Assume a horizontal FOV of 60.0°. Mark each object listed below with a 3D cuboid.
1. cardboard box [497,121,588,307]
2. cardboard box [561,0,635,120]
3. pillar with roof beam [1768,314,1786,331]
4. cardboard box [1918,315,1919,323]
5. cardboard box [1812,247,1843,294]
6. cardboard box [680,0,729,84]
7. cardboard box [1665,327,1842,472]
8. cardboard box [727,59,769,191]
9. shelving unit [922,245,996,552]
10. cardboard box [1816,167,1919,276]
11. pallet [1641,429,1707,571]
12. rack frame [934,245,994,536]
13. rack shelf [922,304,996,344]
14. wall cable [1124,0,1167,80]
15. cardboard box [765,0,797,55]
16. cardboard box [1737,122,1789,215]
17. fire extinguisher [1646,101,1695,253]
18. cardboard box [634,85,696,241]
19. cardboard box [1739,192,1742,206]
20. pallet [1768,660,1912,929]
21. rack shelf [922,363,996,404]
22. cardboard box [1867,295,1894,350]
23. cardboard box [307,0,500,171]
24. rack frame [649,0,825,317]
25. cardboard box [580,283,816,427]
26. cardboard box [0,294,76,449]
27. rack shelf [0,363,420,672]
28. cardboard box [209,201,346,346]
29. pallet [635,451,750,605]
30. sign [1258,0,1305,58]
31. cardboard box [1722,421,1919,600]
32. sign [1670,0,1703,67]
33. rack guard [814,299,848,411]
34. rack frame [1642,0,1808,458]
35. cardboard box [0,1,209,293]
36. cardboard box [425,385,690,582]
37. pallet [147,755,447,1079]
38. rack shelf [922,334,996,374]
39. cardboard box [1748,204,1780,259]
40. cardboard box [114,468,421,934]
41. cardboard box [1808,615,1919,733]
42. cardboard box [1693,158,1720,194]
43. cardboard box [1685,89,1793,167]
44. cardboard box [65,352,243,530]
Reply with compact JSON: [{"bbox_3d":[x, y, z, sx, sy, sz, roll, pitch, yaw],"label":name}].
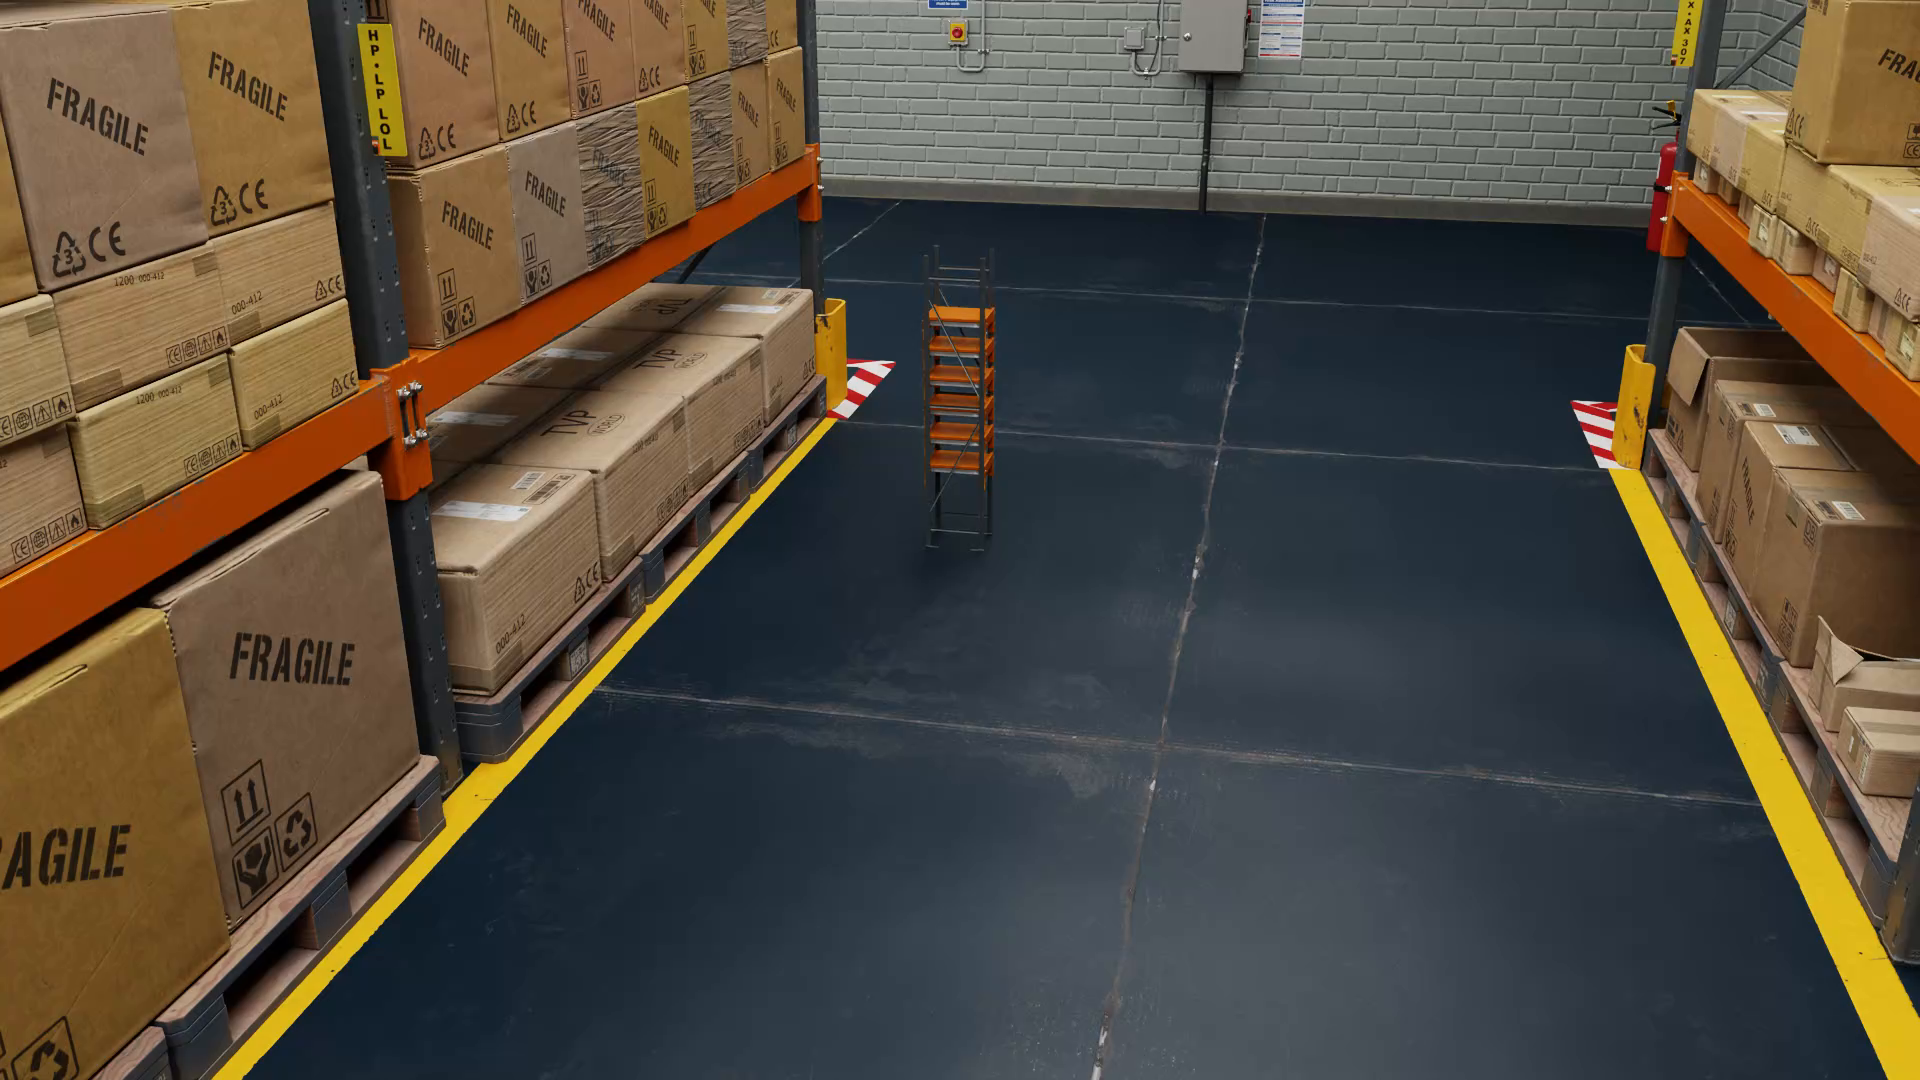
[{"bbox_3d":[-1.548,-1.063,5.344,0.500,0.500,0.500,5,22,11],"label":"cardboard box"},{"bbox_3d":[-1.448,-1.718,5.632,0.500,0.500,0.500,5,22,12],"label":"cardboard box"},{"bbox_3d":[0.887,-5.795,9.198,9.100,9.000,0.400,4,22,11],"label":"pillar with roof beam"},{"bbox_3d":[2.718,-0.578,4.075,0.500,0.250,0.500,5,22,12],"label":"cardboard box"},{"bbox_3d":[3.003,-0.887,5.376,0.380,0.149,0.250,4,22,11],"label":"cardboard box"},{"bbox_3d":[-1.238,-2.086,6.545,0.500,0.500,0.500,4,22,11],"label":"cardboard box"},{"bbox_3d":[3.452,-0.588,7.077,0.797,0.503,0.637,4,22,9],"label":"cardboard box"},{"bbox_3d":[-1.147,-1.812,7.203,0.500,0.500,0.500,4,22,10],"label":"cardboard box"},{"bbox_3d":[-0.003,-0.551,6.616,0.258,1.200,0.189,4,22,11],"label":"shelving unit"},{"bbox_3d":[2.921,-0.943,4.983,0.500,0.250,0.500,4,22,11],"label":"cardboard box"},{"bbox_3d":[3.492,-0.154,6.954,1.003,0.211,1.213,4,22,11],"label":"pallet"},{"bbox_3d":[0.016,-0.585,6.699,0.240,1.200,0.006,4,22,11],"label":"rack frame"},{"bbox_3d":[-0.003,-0.844,6.498,0.258,0.103,0.180,4,22,11],"label":"rack shelf"},{"bbox_3d":[1.328,-4.576,12.840,0.588,1.984,0.122,4,22,11],"label":"wall cable"},{"bbox_3d":[-1.056,-2.460,7.474,0.500,0.500,0.500,5,23,13],"label":"cardboard box"},{"bbox_3d":[3.110,-1.320,5.919,0.500,0.250,0.500,4,22,10],"label":"cardboard box"},{"bbox_3d":[3.247,-1.647,7.531,0.296,0.674,0.183,4,22,11],"label":"fire extinguisher"},{"bbox_3d":[-1.335,-1.433,6.262,0.500,0.500,0.500,5,22,13],"label":"cardboard box"},{"bbox_3d":[3.307,-1.356,6.542,0.380,0.149,0.250,4,22,10],"label":"cardboard box"},{"bbox_3d":[2.994,0.738,4.738,1.003,0.211,1.213,4,22,11],"label":"pallet"},{"bbox_3d":[-0.003,-0.621,6.588,0.258,0.103,0.180,4,22,11],"label":"rack shelf"},{"bbox_3d":[2.812,-0.611,4.692,0.380,0.149,0.250,5,22,12],"label":"cardboard box"},{"bbox_3d":[-1.673,-1.347,4.711,0.500,0.500,0.500,5,22,11],"label":"cardboard box"},{"bbox_3d":[-1.191,-2.144,8.162,1.000,3.000,0.127,4,22,11],"label":"rack frame"},{"bbox_3d":[-1.227,-0.901,7.944,0.875,0.438,0.875,4,22,9],"label":"cardboard box"},{"bbox_3d":[-2.053,-0.291,3.091,0.500,0.250,0.500,5,22,12],"label":"cardboard box"},{"bbox_3d":[-2.415,0.384,2.848,1.077,0.370,4.000,4,22,11],"label":"rack shelf"},{"bbox_3d":[-1.859,-0.664,4.018,0.500,0.250,0.500,4,22,11],"label":"cardboard box"},{"bbox_3d":[-1.528,-0.107,6.838,1.003,0.211,1.213,4,22,11],"label":"pallet"},{"bbox_3d":[2.490,-3.989,12.869,0.329,0.494,0.001,4,22,11],"label":"sign"},{"bbox_3d":[3.033,-0.091,5.847,0.500,0.500,0.500,5,22,12],"label":"cardboard box"},{"bbox_3d":[3.138,-2.210,7.167,0.100,0.325,0.005,4,22,11],"label":"sign"},{"bbox_3d":[-1.186,-0.993,8.651,1.175,0.500,0.348,4,22,11],"label":"rack guard"},{"bbox_3d":[3.669,-1.767,7.226,1.000,3.000,0.127,4,22,11],"label":"rack frame"},{"bbox_3d":[-1.951,-0.819,3.400,0.500,0.500,0.500,5,22,12],"label":"cardboard box"},{"bbox_3d":[-1.592,-0.236,6.293,0.875,0.438,0.875,4,22,9],"label":"cardboard box"},{"bbox_3d":[-2.091,0.900,4.336,1.003,0.211,1.213,4,22,11],"label":"pallet"},{"bbox_3d":[-0.003,-0.733,6.543,0.258,0.103,0.180,4,22,11],"label":"rack shelf"},{"bbox_3d":[3.022,-1.084,5.866,0.380,0.149,0.250,4,22,9],"label":"cardboard box"},{"bbox_3d":[-2.055,0.342,4.270,0.875,0.875,0.875,5,23,13],"label":"cardboard box"},{"bbox_3d":[2.752,0.412,4.912,0.396,0.266,0.258,5,23,13],"label":"cardboard box"},{"bbox_3d":[3.334,-1.551,7.027,0.380,0.149,0.250,4,22,11],"label":"cardboard box"},{"bbox_3d":[3.313,-1.690,6.838,0.500,0.250,0.500,5,22,11],"label":"cardboard box"},{"bbox_3d":[-1.957,-0.242,3.641,0.500,0.250,0.500,4,22,10],"label":"cardboard box"}]
